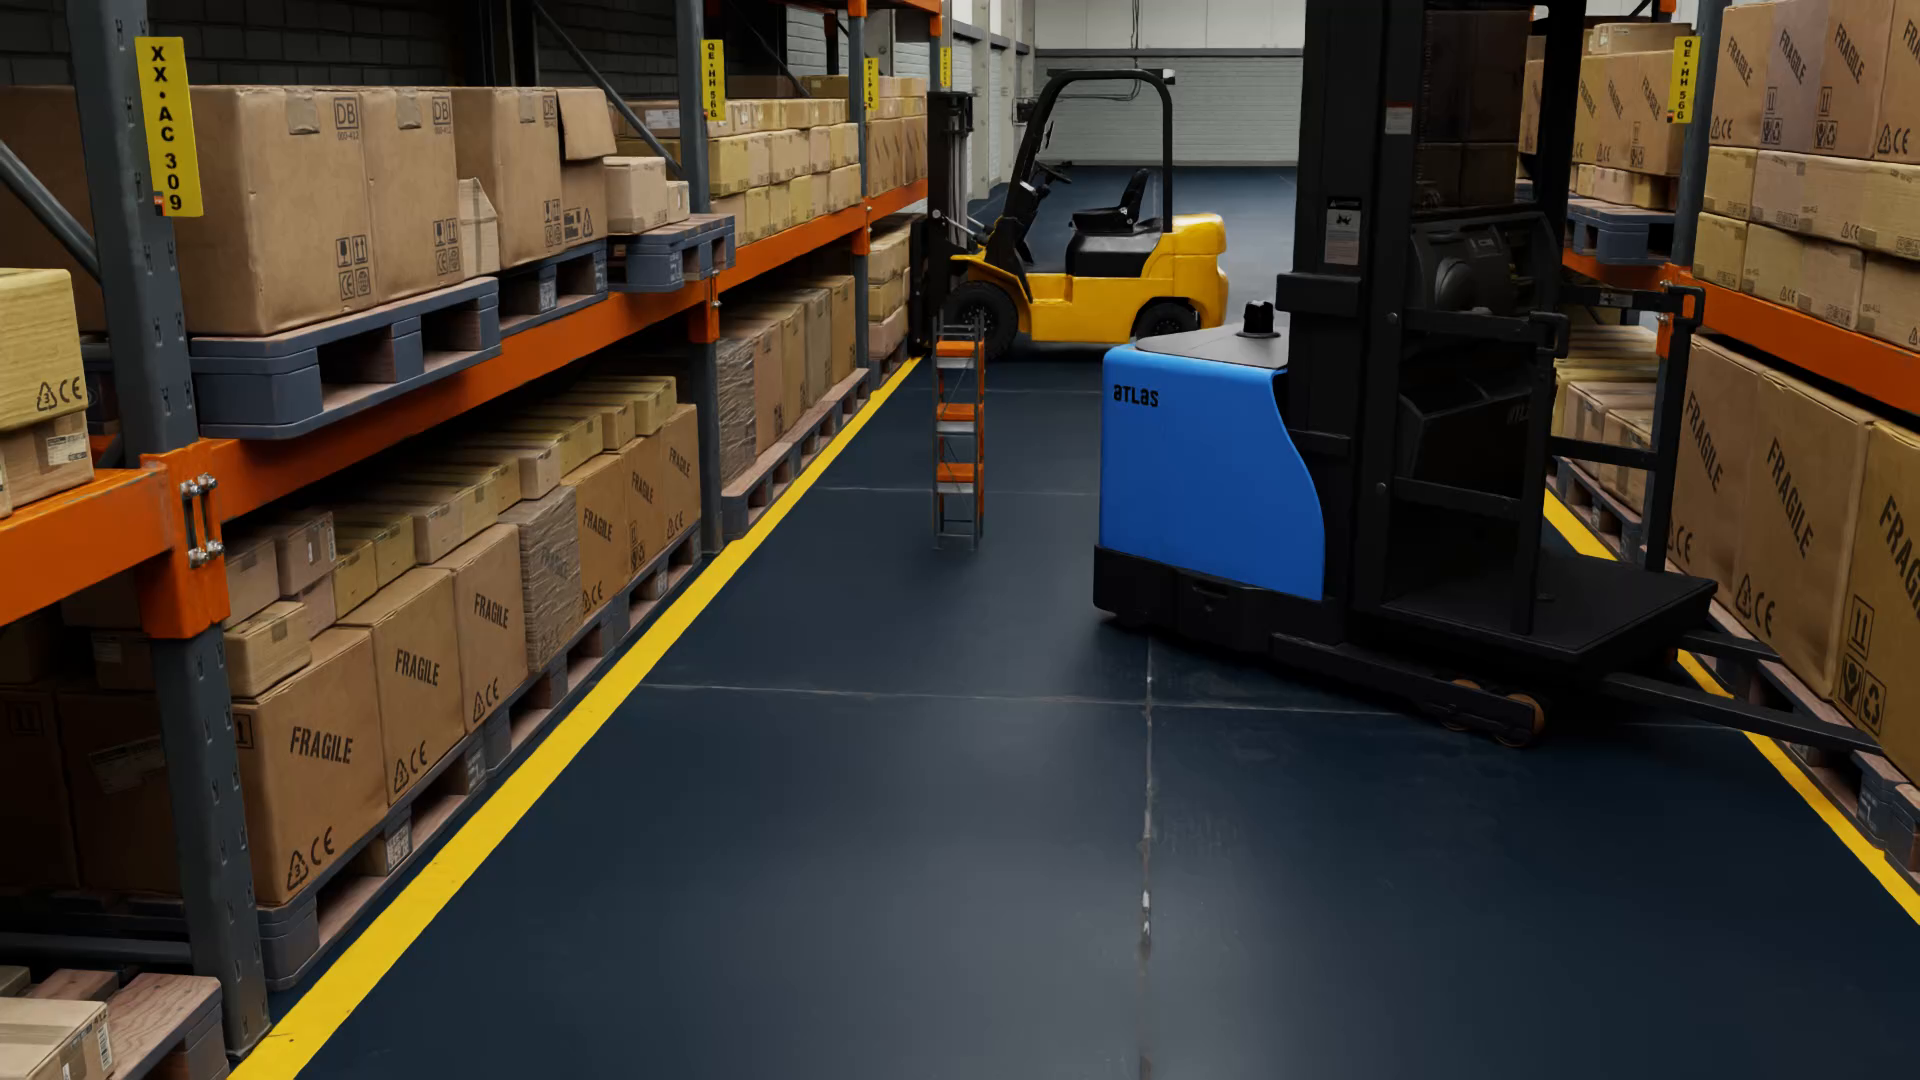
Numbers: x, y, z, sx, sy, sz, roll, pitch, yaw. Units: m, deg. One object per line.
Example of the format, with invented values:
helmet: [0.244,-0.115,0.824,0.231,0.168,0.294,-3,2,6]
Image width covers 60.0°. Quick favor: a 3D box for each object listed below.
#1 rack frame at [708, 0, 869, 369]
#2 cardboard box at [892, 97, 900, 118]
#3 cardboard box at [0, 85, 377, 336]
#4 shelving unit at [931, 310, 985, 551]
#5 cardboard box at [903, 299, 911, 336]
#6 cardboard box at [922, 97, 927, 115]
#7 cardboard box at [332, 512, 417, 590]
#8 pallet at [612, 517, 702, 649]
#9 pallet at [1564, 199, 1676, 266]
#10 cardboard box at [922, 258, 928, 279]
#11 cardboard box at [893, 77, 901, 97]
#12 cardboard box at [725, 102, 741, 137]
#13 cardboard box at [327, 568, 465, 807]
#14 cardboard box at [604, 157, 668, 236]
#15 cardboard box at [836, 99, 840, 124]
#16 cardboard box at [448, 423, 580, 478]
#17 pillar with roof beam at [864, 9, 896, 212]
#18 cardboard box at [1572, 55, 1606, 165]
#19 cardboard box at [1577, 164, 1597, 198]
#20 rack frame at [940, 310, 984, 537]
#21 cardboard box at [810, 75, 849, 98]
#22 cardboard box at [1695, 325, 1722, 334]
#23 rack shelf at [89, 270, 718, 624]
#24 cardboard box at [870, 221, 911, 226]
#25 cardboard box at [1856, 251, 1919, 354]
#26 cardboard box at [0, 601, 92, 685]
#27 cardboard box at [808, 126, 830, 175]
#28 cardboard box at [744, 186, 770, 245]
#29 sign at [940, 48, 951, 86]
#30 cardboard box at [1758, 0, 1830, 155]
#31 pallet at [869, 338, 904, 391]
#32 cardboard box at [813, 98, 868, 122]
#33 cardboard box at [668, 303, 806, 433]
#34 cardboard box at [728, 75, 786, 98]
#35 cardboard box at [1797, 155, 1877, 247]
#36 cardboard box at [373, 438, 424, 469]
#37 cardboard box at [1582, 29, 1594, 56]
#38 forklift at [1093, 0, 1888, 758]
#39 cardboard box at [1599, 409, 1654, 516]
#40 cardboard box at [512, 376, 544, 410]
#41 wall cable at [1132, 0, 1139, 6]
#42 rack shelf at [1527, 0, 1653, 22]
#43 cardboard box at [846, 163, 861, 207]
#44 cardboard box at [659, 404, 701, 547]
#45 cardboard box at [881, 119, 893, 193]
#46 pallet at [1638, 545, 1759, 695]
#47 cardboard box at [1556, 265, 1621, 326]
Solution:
rack frame: [-1.118,-2.442,10.945,1.000,3.000,0.127,2,15,6]
cardboard box: [-0.648,-3.209,12.349,0.380,0.149,0.250,1,15,4]
cardboard box: [-1.744,-0.737,3.644,0.700,0.500,0.500,2,15,8]
shelving unit: [-0.006,-0.493,7.474,0.215,1.050,0.252,2,15,6]
cardboard box: [-0.650,-1.699,12.660,0.500,0.250,0.500,2,15,7]
cardboard box: [-0.427,-3.675,14.073,0.380,0.149,0.250,2,15,7]
cardboard box: [-1.726,0.026,4.560,0.380,0.149,0.250,1,15,5]
pallet: [-1.691,0.134,6.760,1.003,0.211,1.213,2,15,6]
pallet: [3.338,-1.354,7.292,1.213,0.211,1.003,2,15,6]
cardboard box: [-0.516,-2.196,13.542,0.500,0.250,0.500,1,15,5]
cardboard box: [-0.665,-3.487,12.807,0.380,0.149,0.250,2,15,7]
cardboard box: [-1.212,-1.909,7.541,0.380,0.149,0.250,2,15,7]
cardboard box: [-1.692,0.380,4.495,0.500,0.500,0.500,1,15,6]
cardboard box: [-1.367,-1.251,6.026,0.500,0.250,0.500,1,15,4]
cardboard box: [-0.947,-2.640,10.246,0.380,0.149,0.250,1,15,5]
cardboard box: [-1.550,-0.307,5.793,0.380,0.149,0.250,1,15,5]
pillar with roof beam: [3.314,-7.650,18.715,9.100,9.000,0.400,2,15,6]
cardboard box: [3.241,-2.045,7.912,0.500,0.500,0.500,1,15,2]
cardboard box: [3.162,-1.708,7.907,0.380,0.149,0.250,2,15,7]
rack frame: [0.008,-0.525,7.591,0.200,1.050,0.008,2,15,6]
cardboard box: [-0.787,-3.021,11.082,0.380,0.149,0.250,2,15,7]
cardboard box: [5.287,-1.329,11.614,0.500,0.500,0.500,-14,20,-42]
rack shelf: [-1.795,-0.538,5.284,1.077,0.370,4.000,2,15,6]
cardboard box: [-0.508,-2.445,13.504,0.500,0.250,0.500,2,15,7]
cardboard box: [2.900,-0.669,4.678,0.500,0.250,0.500,2,15,6]
cardboard box: [-2.266,0.220,3.843,0.380,0.149,0.250,1,15,4]
cardboard box: [-1.034,-2.210,9.417,0.500,0.250,0.500,2,15,7]
cardboard box: [-1.215,-1.570,8.009,0.500,0.250,0.500,1,15,5]
sign: [-0.129,-4.133,14.527,0.100,0.325,0.005,2,15,6]
cardboard box: [3.018,-1.540,5.505,0.500,0.500,0.500,2,15,6]
pallet: [-0.987,-1.301,12.067,1.003,0.211,1.213,2,15,6]
cardboard box: [-0.821,-2.878,11.124,0.380,0.149,0.250,1,15,5]
cardboard box: [-1.344,-0.966,9.234,0.875,0.625,0.625,1,15,4]
cardboard box: [-1.382,-3.038,11.148,0.380,0.149,0.250,2,15,6]
cardboard box: [2.932,-1.041,5.094,0.500,0.250,0.500,2,15,6]
cardboard box: [-2.031,-0.250,5.583,0.380,0.149,0.250,2,15,7]
cardboard box: [3.390,-2.608,8.751,0.380,0.149,0.250,3,15,9]
forklift: [1.915,-0.914,5.427,1.130,2.935,3.031,-15,21,-43]
cardboard box: [3.437,-0.339,7.400,0.950,0.372,0.625,1,15,2]
cardboard box: [-1.938,-0.587,6.829,0.380,0.149,0.250,2,15,9]
wall cable: [6.079,-15.586,44.337,3.097,2.526,0.112,2,15,6]
rack shelf: [4.040,-3.916,12.029,1.077,0.370,4.000,2,15,6]
cardboard box: [-0.915,-2.231,10.453,0.500,0.250,0.500,2,15,8]
cardboard box: [-1.404,-0.284,6.951,0.500,0.500,0.500,2,15,8]
cardboard box: [-0.766,-2.733,11.831,0.500,0.500,0.500,2,15,7]
pallet: [3.199,0.289,6.187,1.003,0.211,1.213,2,15,6]
cardboard box: [4.149,-1.679,11.151,0.500,0.500,0.500,2,15,9]
